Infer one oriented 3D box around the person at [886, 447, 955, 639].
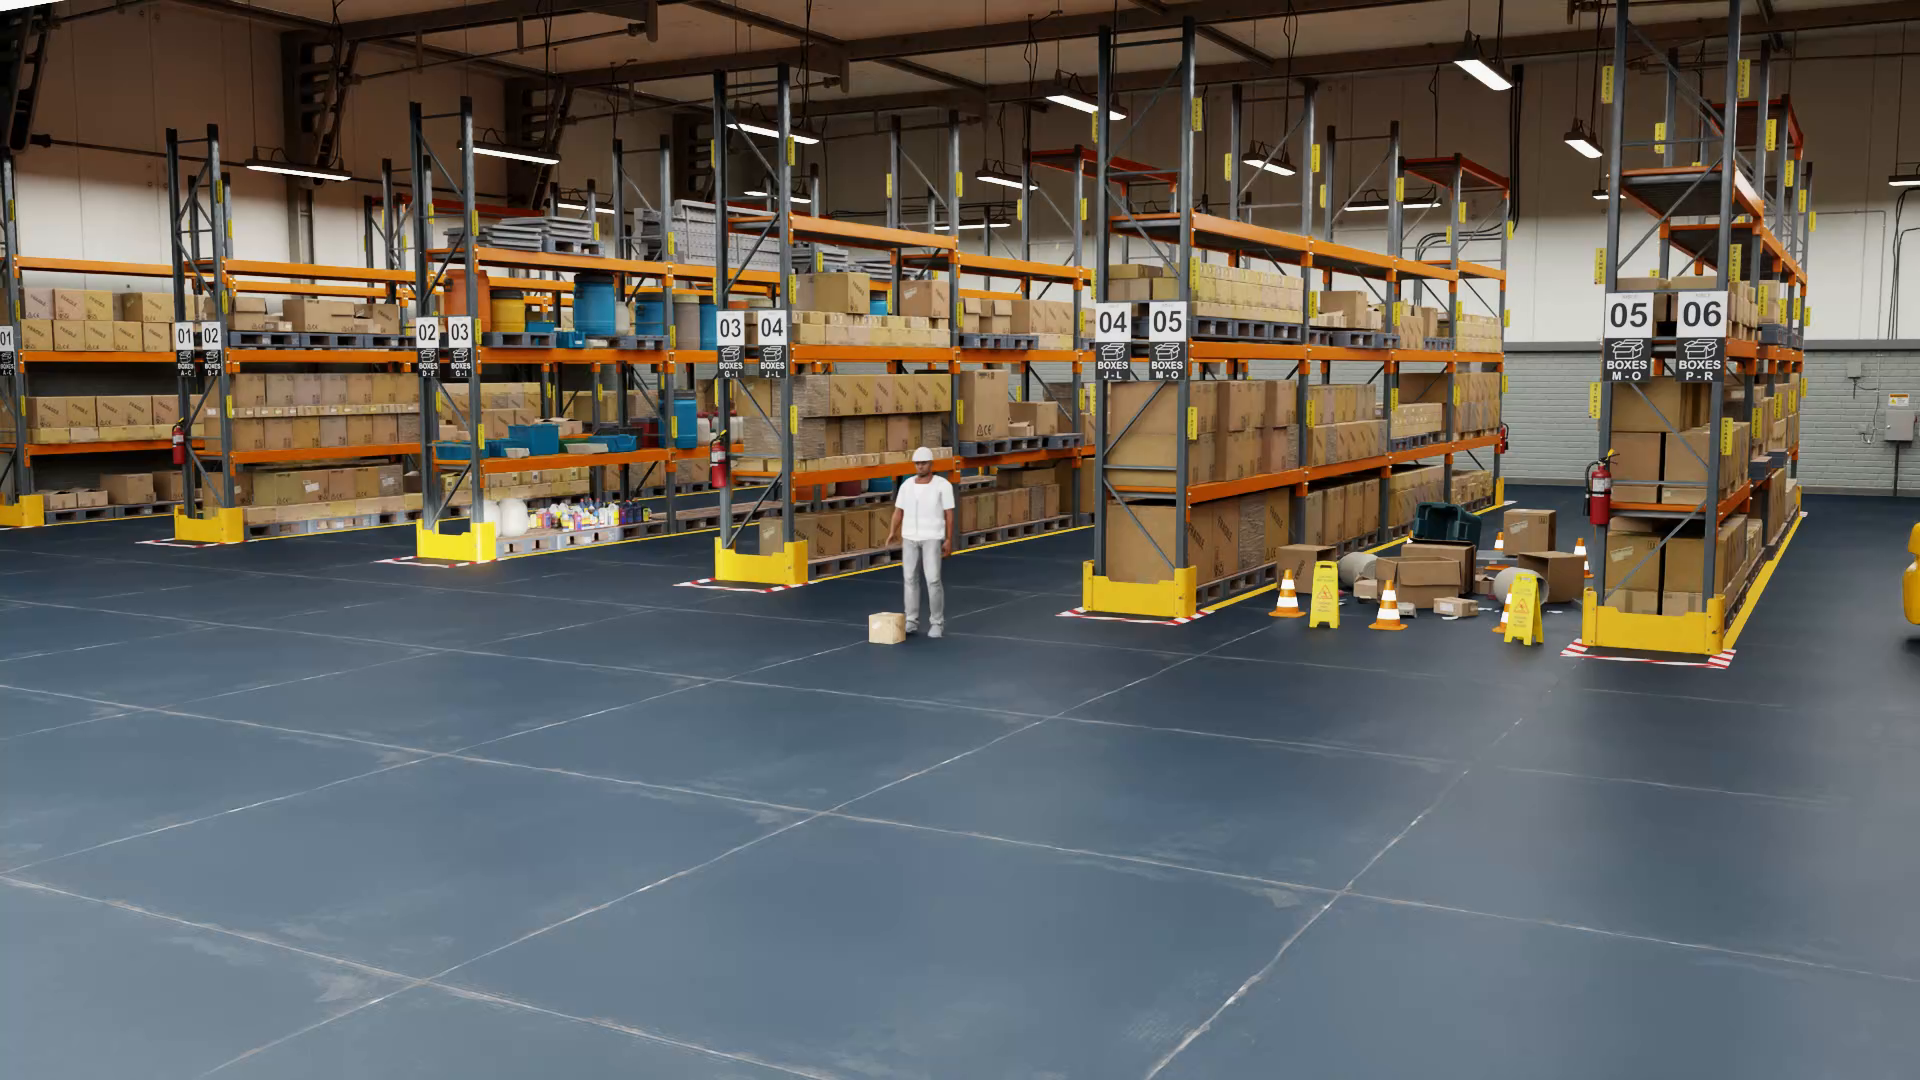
[{"bbox_3d":[-0.380,0.021,15.804,0.590,1.803,0.495,3,6,24],"label":"person"}]
